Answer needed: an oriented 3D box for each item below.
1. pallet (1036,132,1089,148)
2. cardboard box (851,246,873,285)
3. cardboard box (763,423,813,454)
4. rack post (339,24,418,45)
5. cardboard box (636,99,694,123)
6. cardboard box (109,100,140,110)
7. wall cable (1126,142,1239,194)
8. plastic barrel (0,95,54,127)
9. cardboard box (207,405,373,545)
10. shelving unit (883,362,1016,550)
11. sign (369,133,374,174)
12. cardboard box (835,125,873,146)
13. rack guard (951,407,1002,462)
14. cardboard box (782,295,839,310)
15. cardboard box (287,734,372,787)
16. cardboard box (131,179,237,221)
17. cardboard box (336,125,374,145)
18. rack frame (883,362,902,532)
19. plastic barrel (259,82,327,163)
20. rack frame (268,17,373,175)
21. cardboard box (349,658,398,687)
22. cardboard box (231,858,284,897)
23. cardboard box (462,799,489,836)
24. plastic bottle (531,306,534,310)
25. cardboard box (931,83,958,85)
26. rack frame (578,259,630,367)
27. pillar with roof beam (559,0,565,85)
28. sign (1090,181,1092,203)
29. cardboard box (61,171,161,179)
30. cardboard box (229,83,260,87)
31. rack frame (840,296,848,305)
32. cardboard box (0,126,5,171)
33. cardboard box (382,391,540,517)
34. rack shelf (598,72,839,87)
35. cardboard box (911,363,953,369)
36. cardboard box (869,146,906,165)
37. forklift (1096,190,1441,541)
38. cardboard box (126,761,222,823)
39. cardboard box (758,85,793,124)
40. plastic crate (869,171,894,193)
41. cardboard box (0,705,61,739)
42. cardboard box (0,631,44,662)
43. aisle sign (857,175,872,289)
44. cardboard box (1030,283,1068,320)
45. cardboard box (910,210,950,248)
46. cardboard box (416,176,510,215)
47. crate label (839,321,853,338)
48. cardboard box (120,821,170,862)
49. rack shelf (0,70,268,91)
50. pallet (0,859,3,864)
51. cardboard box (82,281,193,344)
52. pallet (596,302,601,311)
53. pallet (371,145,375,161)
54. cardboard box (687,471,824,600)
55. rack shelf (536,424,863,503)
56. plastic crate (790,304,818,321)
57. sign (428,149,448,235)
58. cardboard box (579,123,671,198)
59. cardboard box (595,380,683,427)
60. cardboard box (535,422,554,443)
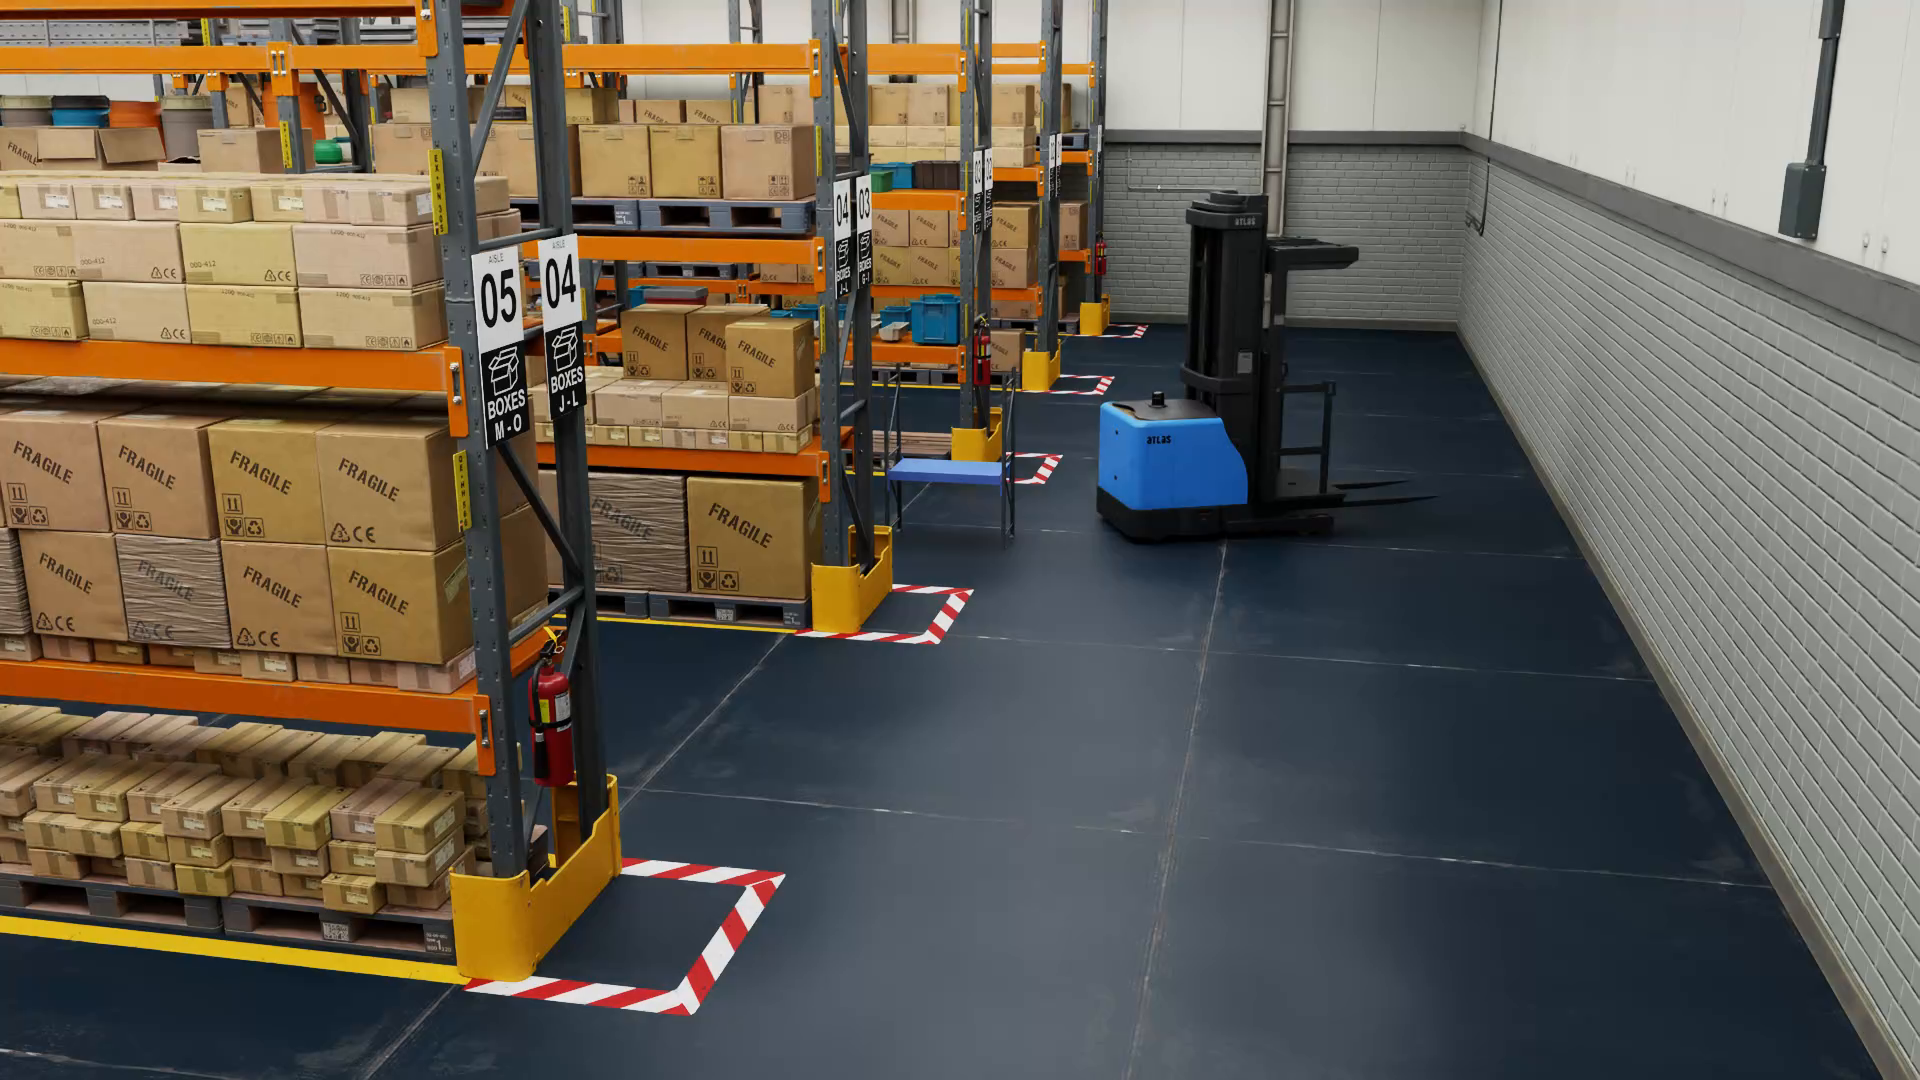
[{"bbox_3d":[1.406,-6.253,25.993,1.213,0.211,1.003,3,16,11],"label":"pallet"},{"bbox_3d":[-1.331,-3.626,21.776,0.500,0.500,0.500,3,16,11],"label":"cardboard box"},{"bbox_3d":[-1.241,-0.738,12.006,0.250,0.149,0.380,3,16,12],"label":"cardboard box"},{"bbox_3d":[-5.768,-5.159,17.195,0.954,0.300,0.937,5,16,17],"label":"rack post"},{"bbox_3d":[-3.907,-5.550,22.128,0.600,0.600,0.600,3,16,10],"label":"cardboard box"},{"bbox_3d":[-12.196,-6.041,23.821,0.637,0.503,0.797,5,16,17],"label":"cardboard box"},{"bbox_3d":[3.578,-5.482,26.761,1.851,1.984,0.084,3,16,11],"label":"wall cable"},{"bbox_3d":[-10.416,-4.542,18.712,0.600,0.901,0.600,0,15,0],"label":"plastic barrel"},{"bbox_3d":[-2.908,-0.293,7.314,0.500,0.500,0.500,3,16,9],"label":"cardboard box"},{"bbox_3d":[-0.084,-0.727,14.308,1.048,1.500,0.538,3,16,11],"label":"shelving unit"},{"bbox_3d":[-4.637,-3.017,13.028,0.005,0.325,0.100,3,16,11],"label":"sign"},{"bbox_3d":[-1.363,-5.197,21.362,0.500,0.250,0.500,3,16,11],"label":"cardboard box"},{"bbox_3d":[0.187,-1.019,17.234,0.348,0.500,1.175,3,16,11],"label":"rack guard"},{"bbox_3d":[-2.448,-4.193,27.250,0.750,0.750,0.750,3,16,12],"label":"cardboard box"},{"bbox_3d":[-3.134,1.113,8.295,0.250,0.149,0.380,2,16,8],"label":"cardboard box"},{"bbox_3d":[-3.288,-1.448,7.079,0.250,0.149,0.380,3,16,10],"label":"cardboard box"},{"bbox_3d":[-8.219,-5.584,22.908,0.500,0.250,0.500,3,16,10],"label":"cardboard box"},{"bbox_3d":[-0.582,-0.754,14.406,0.032,1.500,0.500,3,16,11],"label":"rack frame"},{"bbox_3d":[-7.123,-4.471,17.803,0.708,0.830,0.600,3,16,11],"label":"plastic barrel"},{"bbox_3d":[-4.746,-4.030,12.183,0.127,3.000,1.000,3,16,11],"label":"rack frame"},{"bbox_3d":[-2.526,0.521,7.463,0.250,0.149,0.380,3,16,11],"label":"cardboard box"},{"bbox_3d":[-3.229,1.531,7.900,0.250,0.149,0.380,3,16,12],"label":"cardboard box"},{"bbox_3d":[-2.376,1.299,8.178,0.250,0.149,0.380,4,16,13],"label":"cardboard box"},{"bbox_3d":[-4.445,-2.315,17.448,0.133,0.283,0.061,3,16,11],"label":"plastic bottle"},{"bbox_3d":[-0.152,-6.849,25.883,0.500,0.500,0.500,3,16,11],"label":"cardboard box"},{"bbox_3d":[-3.759,-2.434,17.661,0.127,3.000,1.000,3,16,11],"label":"rack frame"},{"bbox_3d":[-7.664,-7.299,23.985,0.400,9.000,9.100,3,16,11],"label":"pillar with roof beam"},{"bbox_3d":[2.013,-5.344,25.553,0.005,0.325,0.100,3,16,11],"label":"sign"},{"bbox_3d":[-3.947,-1.638,7.763,0.250,0.149,0.380,3,16,10],"label":"cardboard box"},{"bbox_3d":[-12.229,-7.501,28.236,0.500,0.500,0.500,4,16,13],"label":"cardboard box"},{"bbox_3d":[-1.785,-5.026,27.017,0.127,3.000,1.000,3,16,11],"label":"rack frame"},{"bbox_3d":[-8.054,-3.035,13.232,0.637,0.503,0.797,4,16,14],"label":"cardboard box"},{"bbox_3d":[-2.301,-0.400,7.701,0.500,0.500,0.500,3,16,11],"label":"cardboard box"},{"bbox_3d":[-3.745,-7.484,26.750,4.000,0.370,1.077,3,16,11],"label":"rack shelf"},{"bbox_3d":[-0.355,-2.427,21.961,0.500,0.250,0.500,3,16,11],"label":"cardboard box"},{"bbox_3d":[-0.871,-4.932,21.341,0.500,0.250,0.500,3,16,11],"label":"cardboard box"},{"bbox_3d":[2.820,-1.590,14.741,3.031,2.935,1.130,-4,16,-13],"label":"forklift"},{"bbox_3d":[-3.748,1.207,7.954,0.250,0.149,0.380,3,16,9],"label":"cardboard box"},{"bbox_3d":[-2.284,-5.690,21.734,0.500,0.500,0.700,3,16,11],"label":"cardboard box"},{"bbox_3d":[-0.863,-3.543,16.440,0.336,0.188,0.450,3,16,11],"label":"plastic crate"},{"bbox_3d":[-4.929,1.004,8.689,0.250,0.149,0.380,3,16,11],"label":"cardboard box"},{"bbox_3d":[-4.321,0.433,7.782,0.250,0.149,0.380,4,16,14],"label":"cardboard box"},{"bbox_3d":[-0.696,-2.253,12.138,0.004,0.787,0.394,3,16,11],"label":"aisle sign"},{"bbox_3d":[1.429,-3.822,26.566,0.500,0.500,0.700,3,16,11],"label":"cardboard box"},{"bbox_3d":[-0.344,-4.052,21.440,0.500,0.500,0.500,4,16,13],"label":"cardboard box"},{"bbox_3d":[-2.186,-1.517,7.328,0.250,0.149,0.380,3,16,11],"label":"cardboard box"},{"bbox_3d":[-1.233,-2.147,17.005,0.243,0.136,0.396,3,16,11],"label":"crate label"},{"bbox_3d":[-3.755,1.371,7.919,0.250,0.149,0.380,4,16,14],"label":"cardboard box"},{"bbox_3d":[-9.639,-5.105,18.162,4.000,0.370,1.077,3,16,11],"label":"rack shelf"},{"bbox_3d":[-5.168,1.524,8.595,1.213,0.211,1.003,3,16,11],"label":"pallet"},{"bbox_3d":[-3.397,-1.017,7.207,0.500,0.250,0.500,4,16,13],"label":"cardboard box"},{"bbox_3d":[-6.470,-3.937,28.309,1.213,0.211,1.003,3,16,11],"label":"pallet"},{"bbox_3d":[-7.371,-5.310,22.777,1.003,0.211,1.213,4,16,14],"label":"pallet"},{"bbox_3d":[-1.469,-0.117,12.490,0.875,0.875,0.875,3,16,11],"label":"cardboard box"},{"bbox_3d":[-2.786,-0.686,12.695,4.000,0.370,1.077,3,16,11],"label":"rack shelf"},{"bbox_3d":[-1.600,-2.355,17.576,0.300,0.233,0.416,3,16,11],"label":"plastic crate"},{"bbox_3d":[-2.044,-1.362,6.512,0.005,0.325,0.100,3,16,11],"label":"sign"},{"bbox_3d":[-2.390,-2.760,12.057,0.500,0.500,0.700,2,16,7],"label":"cardboard box"},{"bbox_3d":[-2.350,-1.007,12.234,0.500,0.250,0.500,3,16,9],"label":"cardboard box"},{"bbox_3d":[-2.994,-0.832,12.348,0.250,0.149,0.380,3,16,9],"label":"cardboard box"}]
